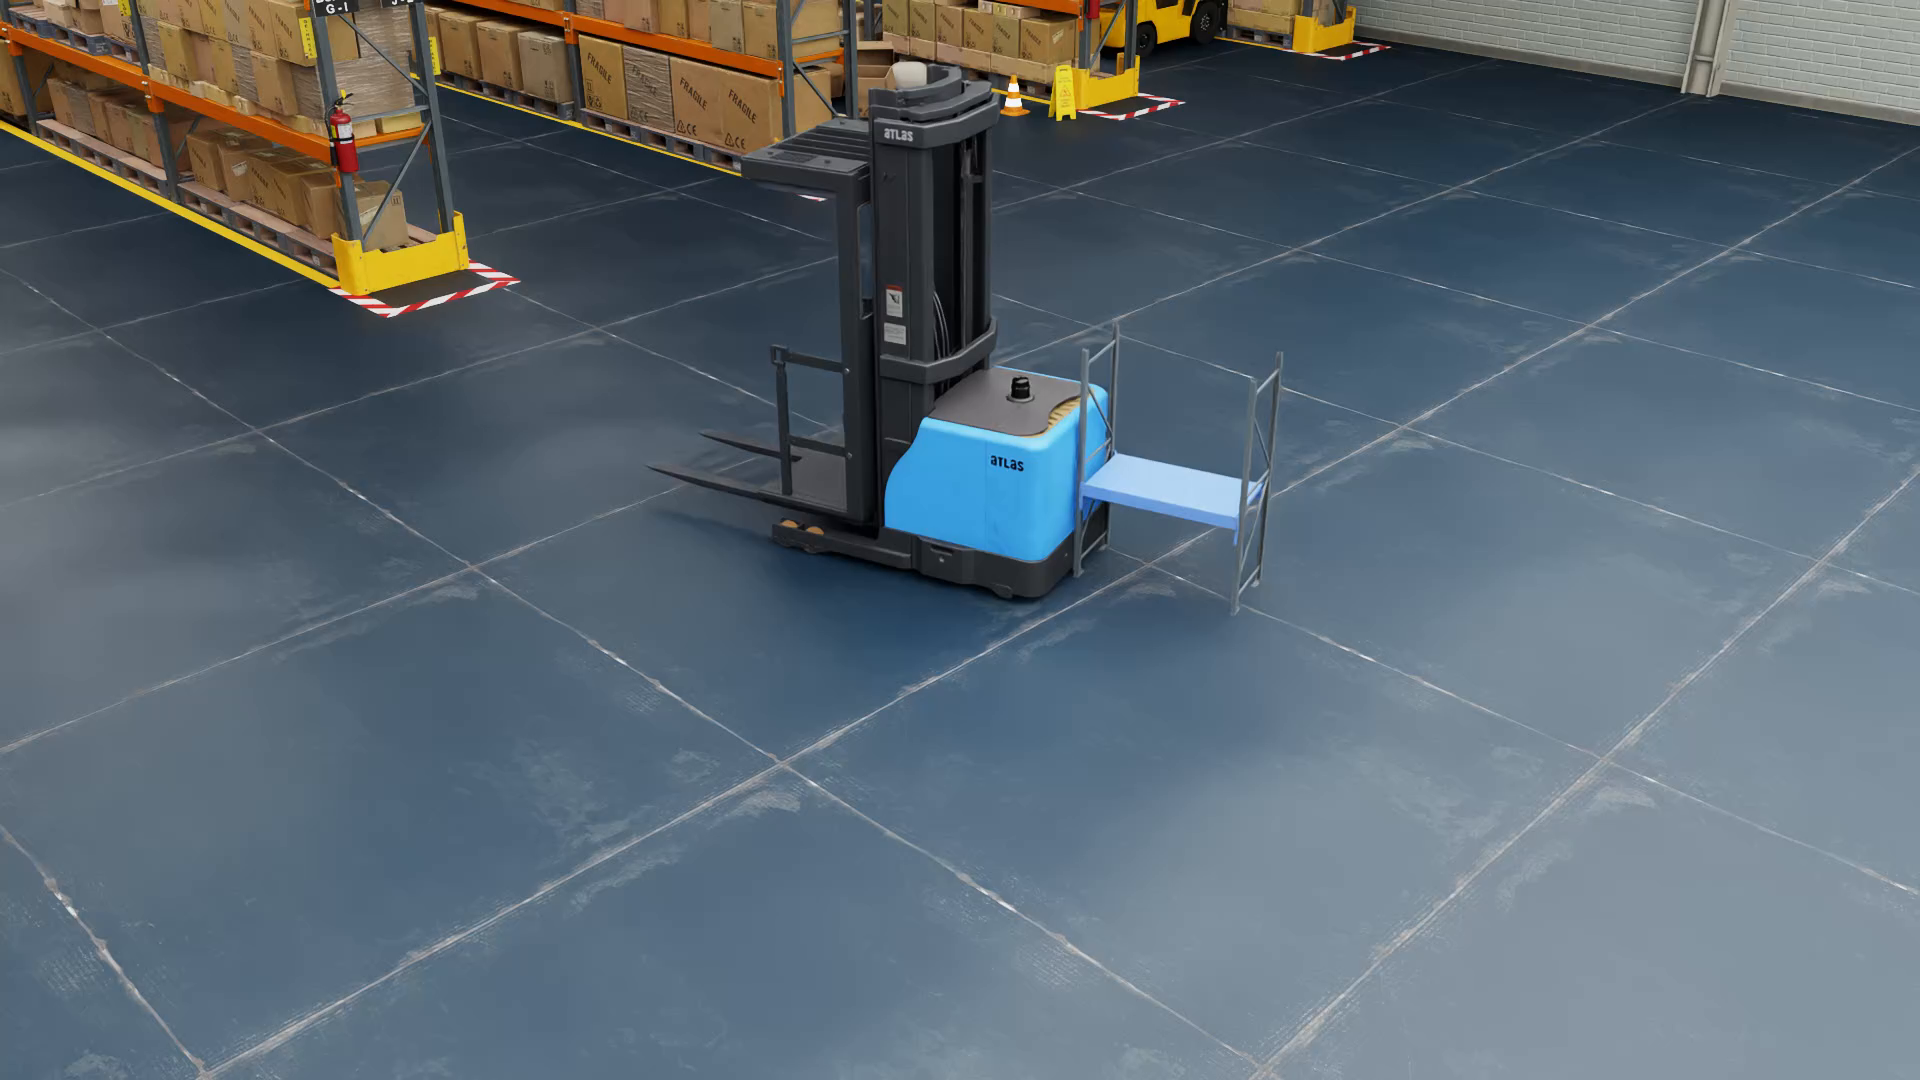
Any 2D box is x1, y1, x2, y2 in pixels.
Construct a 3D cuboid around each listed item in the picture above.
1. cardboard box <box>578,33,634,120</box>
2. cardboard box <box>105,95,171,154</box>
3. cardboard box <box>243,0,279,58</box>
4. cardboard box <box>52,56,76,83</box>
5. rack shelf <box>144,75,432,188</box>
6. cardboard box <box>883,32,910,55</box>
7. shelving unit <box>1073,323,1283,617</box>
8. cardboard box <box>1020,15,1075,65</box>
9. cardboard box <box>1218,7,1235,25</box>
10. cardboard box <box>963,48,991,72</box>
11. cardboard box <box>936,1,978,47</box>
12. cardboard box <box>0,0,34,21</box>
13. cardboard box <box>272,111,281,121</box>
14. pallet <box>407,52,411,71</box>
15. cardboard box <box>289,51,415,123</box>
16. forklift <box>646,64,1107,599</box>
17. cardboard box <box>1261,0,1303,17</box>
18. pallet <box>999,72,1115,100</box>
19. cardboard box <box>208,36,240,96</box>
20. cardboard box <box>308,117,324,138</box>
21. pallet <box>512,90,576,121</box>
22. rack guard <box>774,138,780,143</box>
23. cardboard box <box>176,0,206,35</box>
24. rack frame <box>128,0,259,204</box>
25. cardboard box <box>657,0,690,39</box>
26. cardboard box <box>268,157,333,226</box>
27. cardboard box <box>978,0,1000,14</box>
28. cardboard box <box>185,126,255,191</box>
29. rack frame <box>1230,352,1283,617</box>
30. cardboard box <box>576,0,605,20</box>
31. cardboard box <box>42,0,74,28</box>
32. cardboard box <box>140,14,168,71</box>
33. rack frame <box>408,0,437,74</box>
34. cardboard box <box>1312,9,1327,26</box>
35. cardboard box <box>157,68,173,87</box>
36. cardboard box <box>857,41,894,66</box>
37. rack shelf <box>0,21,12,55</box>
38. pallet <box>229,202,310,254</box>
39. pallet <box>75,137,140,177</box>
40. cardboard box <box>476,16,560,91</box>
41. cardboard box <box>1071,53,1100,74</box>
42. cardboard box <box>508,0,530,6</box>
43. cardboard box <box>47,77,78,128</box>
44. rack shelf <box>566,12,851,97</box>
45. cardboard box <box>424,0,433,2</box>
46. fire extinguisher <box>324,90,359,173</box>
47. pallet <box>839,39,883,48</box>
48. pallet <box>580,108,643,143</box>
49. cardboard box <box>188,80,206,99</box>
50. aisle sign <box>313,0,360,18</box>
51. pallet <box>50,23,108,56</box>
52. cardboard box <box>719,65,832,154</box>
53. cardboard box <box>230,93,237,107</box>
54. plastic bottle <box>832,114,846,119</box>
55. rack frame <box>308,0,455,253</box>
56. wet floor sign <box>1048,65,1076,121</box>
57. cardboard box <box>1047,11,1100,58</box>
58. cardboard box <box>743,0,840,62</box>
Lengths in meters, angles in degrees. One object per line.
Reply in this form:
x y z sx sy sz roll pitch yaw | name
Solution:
-3.962 -5.665 20.126 0.875 0.875 0.875 -25 36 -38 | cardboard box
-9.060 -4.675 18.625 0.500 0.500 0.700 21 34 34 | cardboard box
-5.985 -4.607 14.781 0.500 0.500 0.500 25 36 38 | cardboard box
-10.265 -5.552 19.486 0.500 0.250 0.500 -24 36 -37 | cardboard box
-6.485 -4.064 16.023 4.000 0.370 1.077 25 36 38 | rack shelf
-0.732 -7.011 23.356 0.500 0.250 0.500 23 35 36 | cardboard box
1.283 -0.424 9.939 1.048 1.500 0.538 14 31 24 | shelving unit
1.135 -6.494 21.569 0.500 0.500 0.500 25 37 39 | cardboard box
4.111 -8.016 25.269 0.500 0.250 0.500 -25 37 -39 | cardboard box
0.383 -6.503 22.390 0.500 0.250 0.500 23 35 37 | cardboard box
0.027 -7.002 22.534 0.500 0.500 0.500 -23 35 -37 | cardboard box
-11.289 -6.463 19.705 0.500 0.500 0.500 -24 36 -38 | cardboard box
-6.116 -3.972 15.343 0.250 0.149 0.380 25 36 38 | cardboard box
-7.770 -6.975 23.781 1.213 0.211 1.003 25 36 38 | pallet
-5.432 -4.094 14.880 0.500 0.500 0.875 25 36 38 | cardboard box
-0.626 -1.414 10.284 3.031 2.935 1.130 14 31 24 | forklift
4.800 -7.912 24.534 0.500 0.250 0.500 24 36 38 | cardboard box
1.280 -6.086 22.091 1.213 0.211 1.003 25 36 38 | pallet
-6.547 -4.562 15.770 0.500 0.500 0.875 25 36 38 | cardboard box
-5.585 -3.725 14.875 0.250 0.149 0.380 25 36 38 | cardboard box
-4.965 -5.641 21.244 1.213 0.211 1.003 25 36 38 | pallet
-1.492 -4.229 18.249 0.348 0.500 1.175 25 36 38 | rack guard
-7.055 -5.096 15.711 0.500 0.500 0.500 25 36 38 | cardboard box
-7.911 -5.035 17.096 0.127 3.000 1.000 25 36 38 | rack frame
-2.932 -6.071 18.906 0.500 0.550 0.875 25 36 38 | cardboard box
-6.376 -3.413 16.246 0.500 0.500 0.500 -21 34 -35 | cardboard box
0.462 -7.049 21.926 0.380 0.149 0.250 -23 36 -37 | cardboard box
-7.654 -3.971 17.307 0.500 0.500 0.500 23 36 37 | cardboard box
1.733 -0.315 9.730 0.032 1.500 0.500 14 31 24 | rack frame
-4.090 -6.598 19.908 0.550 0.550 0.875 25 36 38 | cardboard box
-9.730 -5.837 18.330 0.500 0.250 0.500 23 36 37 | cardboard box
-7.634 -5.044 16.685 0.500 0.500 0.875 25 36 38 | cardboard box
-7.214 -7.953 22.646 0.127 3.000 1.000 25 36 38 | rack frame
5.153 -7.861 24.974 0.500 0.250 0.500 25 37 39 | cardboard box
-7.800 -4.668 16.668 0.250 0.149 0.380 25 36 38 | cardboard box
-1.153 -6.417 22.408 0.500 0.500 0.500 -3 28 -5 | cardboard box
-12.190 -6.675 20.987 4.000 0.370 1.077 25 36 38 | rack shelf
-6.533 -3.195 16.594 1.213 0.211 1.003 25 36 38 | pallet
-9.342 -4.453 18.985 1.213 0.211 1.003 25 36 38 | pallet
-5.553 -6.327 21.519 0.750 0.750 1.050 25 36 38 | cardboard box
1.508 -6.343 22.086 0.500 0.250 0.500 24 36 38 | cardboard box
-5.281 -6.939 20.609 0.500 0.500 0.500 24 36 38 | cardboard box
-10.272 -5.217 19.655 0.500 0.500 0.700 22 35 36 | cardboard box
-2.936 -5.677 19.090 4.000 0.370 1.077 25 36 38 | rack shelf
-7.536 -7.670 23.536 0.500 0.250 0.500 23 35 36 | cardboard box
-5.300 -3.505 14.270 0.183 0.674 0.296 25 36 38 | fire extinguisher
-1.520 -7.343 24.482 1.213 0.211 1.003 25 36 38 | pallet
-3.874 -5.140 20.292 1.213 0.211 1.003 25 36 38 | pallet
-7.268 -4.422 16.200 0.250 0.149 0.380 25 36 38 | cardboard box
-5.225 -4.761 13.781 0.004 0.787 0.394 25 36 38 | aisle sign
-9.323 -5.623 18.420 1.213 0.211 1.003 25 36 38 | pallet
-2.039 -4.788 18.458 0.875 0.875 0.875 25 37 39 | cardboard box
-6.680 -4.203 15.783 0.250 0.149 0.380 25 36 38 | cardboard box
-1.512 -5.259 20.679 0.283 0.061 0.133 12 30 22 | plastic bottle
-5.059 -3.730 14.614 0.127 3.000 1.000 25 36 38 | rack frame
1.274 -5.560 20.623 0.267 0.644 0.232 -13 30 -22 | wet floor sign
1.490 -6.682 21.926 0.500 0.500 0.500 23 36 37 | cardboard box
-1.806 -5.515 17.849 0.550 0.550 0.875 25 36 38 | cardboard box
